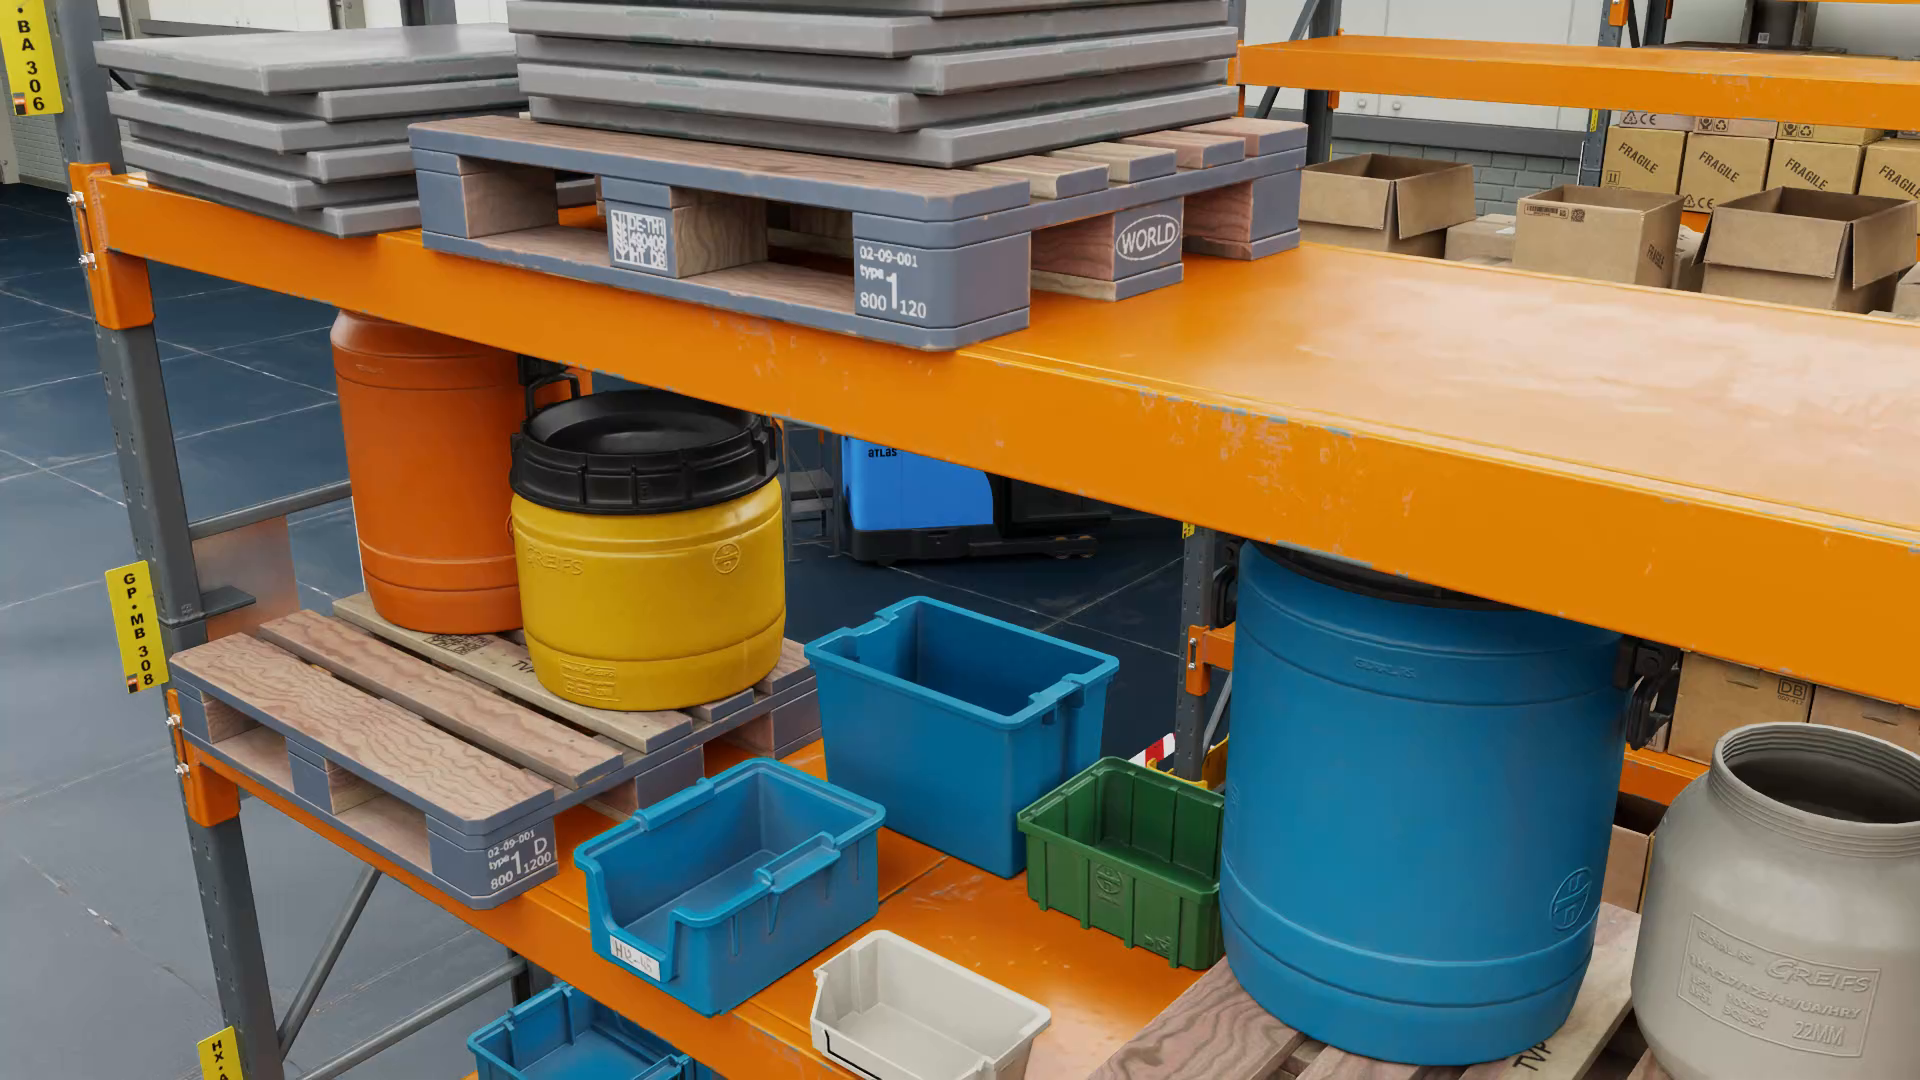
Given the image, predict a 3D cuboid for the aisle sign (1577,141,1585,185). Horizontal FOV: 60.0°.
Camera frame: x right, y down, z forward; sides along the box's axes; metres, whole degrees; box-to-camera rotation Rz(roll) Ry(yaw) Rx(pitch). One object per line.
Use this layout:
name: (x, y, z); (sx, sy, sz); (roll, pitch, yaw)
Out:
aisle sign: (4.351, -2.385, 11.558); (0.004, 0.787, 0.394); (16, 26, 36)

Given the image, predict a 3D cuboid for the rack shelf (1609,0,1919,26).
rack shelf: (6.146, -3.258, 10.078); (4.000, 0.370, 1.077); (16, 26, 36)

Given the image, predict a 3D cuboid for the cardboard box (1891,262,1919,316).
cardboard box: (3.924, -0.916, 6.428); (0.500, 0.311, 0.500); (14, 25, 33)

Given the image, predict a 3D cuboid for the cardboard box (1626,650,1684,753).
cardboard box: (3.022, 0.526, 7.382); (0.500, 0.500, 0.700); (17, 27, 38)

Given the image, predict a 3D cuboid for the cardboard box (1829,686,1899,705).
cardboard box: (3.621, 0.488, 6.561); (0.250, 0.149, 0.380); (16, 26, 36)

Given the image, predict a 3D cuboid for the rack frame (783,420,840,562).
rack frame: (-1.120, -0.834, 12.403); (0.400, 2.100, 0.015); (-6, 22, -16)

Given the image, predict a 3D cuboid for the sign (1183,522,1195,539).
sign: (1.111, -0.172, 8.033); (0.005, 0.325, 0.100); (16, 26, 36)

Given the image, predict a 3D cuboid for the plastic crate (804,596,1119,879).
plastic crate: (0.000, 0.420, 3.574); (0.575, 0.384, 0.392); (16, 26, 36)

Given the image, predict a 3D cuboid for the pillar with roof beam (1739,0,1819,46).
pillar with roof beam: (2.964, -2.945, 8.226); (0.400, 9.000, 9.100); (16, 26, 36)

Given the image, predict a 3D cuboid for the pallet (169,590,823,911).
pallet: (-1.089, 0.369, 3.954); (1.213, 0.211, 1.003); (16, 26, 36)

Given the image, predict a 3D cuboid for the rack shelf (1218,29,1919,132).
rack shelf: (3.016, -1.717, 6.554); (4.000, 0.370, 1.077); (16, 26, 36)

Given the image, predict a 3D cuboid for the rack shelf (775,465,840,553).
rack shelf: (-1.191, -0.248, 12.873); (0.431, 0.518, 0.480); (-6, 22, -16)

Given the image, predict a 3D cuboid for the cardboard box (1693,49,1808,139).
cardboard box: (5.098, -2.884, 10.728); (0.500, 0.500, 0.500); (16, 26, 36)

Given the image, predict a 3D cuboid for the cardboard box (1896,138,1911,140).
cardboard box: (6.289, -2.324, 10.660); (0.500, 0.500, 0.500); (18, 27, 40)

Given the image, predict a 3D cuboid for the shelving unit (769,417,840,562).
shelving unit: (-1.191, -0.916, 12.621); (0.431, 2.100, 0.503); (-6, 22, -16)

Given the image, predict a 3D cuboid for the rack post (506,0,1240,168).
rack post: (-0.147, -0.875, 2.841); (0.954, 0.300, 0.937); (15, 26, 35)

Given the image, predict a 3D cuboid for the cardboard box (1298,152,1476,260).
cardboard box: (1.910, -1.464, 7.609); (0.637, 0.503, 0.797); (18, 27, 40)

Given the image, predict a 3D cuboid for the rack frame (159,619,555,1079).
rack frame: (-1.668, 1.473, 5.010); (0.127, 3.000, 1.000); (16, 26, 36)

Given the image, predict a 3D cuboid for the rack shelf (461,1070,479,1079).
rack shelf: (-0.118, 2.256, 3.954); (4.000, 0.370, 1.077); (16, 26, 36)

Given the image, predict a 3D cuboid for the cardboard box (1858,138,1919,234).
cardboard box: (5.924, -2.194, 10.313); (0.500, 0.500, 0.500); (18, 27, 39)

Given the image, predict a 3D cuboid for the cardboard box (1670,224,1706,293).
cardboard box: (2.957, -1.195, 7.167); (0.500, 0.311, 0.500); (-19, 28, -40)

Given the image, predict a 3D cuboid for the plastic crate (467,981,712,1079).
plastic crate: (-1.091, 1.573, 4.957); (0.616, 0.251, 0.499); (16, 26, 36)

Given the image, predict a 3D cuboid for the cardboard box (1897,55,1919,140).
cardboard box: (6.278, -2.789, 10.474); (0.500, 0.500, 0.500); (16, 26, 36)

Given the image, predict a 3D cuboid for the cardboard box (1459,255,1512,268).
cardboard box: (2.267, -1.117, 7.191); (0.250, 0.149, 0.380); (16, 26, 36)

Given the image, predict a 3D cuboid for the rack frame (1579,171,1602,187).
rack frame: (4.596, -1.235, 12.192); (0.127, 3.000, 1.000); (16, 26, 36)

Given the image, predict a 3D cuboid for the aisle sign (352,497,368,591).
aisle sign: (-1.536, 0.160, 4.809); (0.004, 0.787, 0.394); (16, 26, 36)

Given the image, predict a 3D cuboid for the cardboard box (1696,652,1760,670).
cardboard box: (3.237, 0.376, 6.858); (0.250, 0.149, 0.380); (17, 27, 38)

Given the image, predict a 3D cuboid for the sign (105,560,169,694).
sign: (-2.019, 0.215, 4.083); (0.005, 0.325, 0.100); (16, 26, 36)

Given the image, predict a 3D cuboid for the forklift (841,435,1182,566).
forklift: (0.614, -1.407, 12.745); (3.031, 2.935, 1.130); (-3, 21, -9)

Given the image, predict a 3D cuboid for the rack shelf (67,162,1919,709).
rack shelf: (-0.118, -0.364, 2.966); (4.000, 0.370, 1.077); (16, 26, 36)

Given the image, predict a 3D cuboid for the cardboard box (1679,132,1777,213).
cardboard box: (5.091, -2.422, 10.919); (0.500, 0.500, 0.500); (18, 27, 40)

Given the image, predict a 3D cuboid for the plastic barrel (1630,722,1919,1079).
plastic barrel: (1.222, 0.564, 2.418); (0.421, 0.512, 0.421); (0, 21, 0)

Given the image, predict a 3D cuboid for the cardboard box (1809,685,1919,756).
cardboard box: (3.805, 0.752, 6.780); (0.500, 0.500, 0.700); (16, 26, 36)

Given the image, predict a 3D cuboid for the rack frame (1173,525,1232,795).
rack frame: (1.467, 0.120, 8.599); (0.127, 3.000, 1.000); (16, 26, 36)

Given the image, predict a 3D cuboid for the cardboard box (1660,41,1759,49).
cardboard box: (5.096, -3.138, 11.399); (0.500, 0.500, 0.500); (18, 27, 39)

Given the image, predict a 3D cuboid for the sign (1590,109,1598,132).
sign: (4.253, -2.899, 11.115); (0.005, 0.325, 0.100); (16, 26, 36)

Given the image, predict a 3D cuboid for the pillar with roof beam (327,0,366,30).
pillar with roof beam: (-10.982, -6.961, 18.875); (0.400, 9.000, 9.100); (16, 26, 36)

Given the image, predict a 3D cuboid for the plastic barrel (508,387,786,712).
plastic barrel: (-0.704, 0.005, 3.791); (0.600, 0.588, 0.600); (0, 21, 0)

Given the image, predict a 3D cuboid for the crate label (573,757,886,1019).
crate label: (-0.427, 0.647, 3.160); (0.408, 0.251, 0.502); (16, 26, 36)

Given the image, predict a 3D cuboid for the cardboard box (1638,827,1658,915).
cardboard box: (3.299, 1.483, 7.224); (0.500, 0.500, 0.500); (16, 26, 36)
